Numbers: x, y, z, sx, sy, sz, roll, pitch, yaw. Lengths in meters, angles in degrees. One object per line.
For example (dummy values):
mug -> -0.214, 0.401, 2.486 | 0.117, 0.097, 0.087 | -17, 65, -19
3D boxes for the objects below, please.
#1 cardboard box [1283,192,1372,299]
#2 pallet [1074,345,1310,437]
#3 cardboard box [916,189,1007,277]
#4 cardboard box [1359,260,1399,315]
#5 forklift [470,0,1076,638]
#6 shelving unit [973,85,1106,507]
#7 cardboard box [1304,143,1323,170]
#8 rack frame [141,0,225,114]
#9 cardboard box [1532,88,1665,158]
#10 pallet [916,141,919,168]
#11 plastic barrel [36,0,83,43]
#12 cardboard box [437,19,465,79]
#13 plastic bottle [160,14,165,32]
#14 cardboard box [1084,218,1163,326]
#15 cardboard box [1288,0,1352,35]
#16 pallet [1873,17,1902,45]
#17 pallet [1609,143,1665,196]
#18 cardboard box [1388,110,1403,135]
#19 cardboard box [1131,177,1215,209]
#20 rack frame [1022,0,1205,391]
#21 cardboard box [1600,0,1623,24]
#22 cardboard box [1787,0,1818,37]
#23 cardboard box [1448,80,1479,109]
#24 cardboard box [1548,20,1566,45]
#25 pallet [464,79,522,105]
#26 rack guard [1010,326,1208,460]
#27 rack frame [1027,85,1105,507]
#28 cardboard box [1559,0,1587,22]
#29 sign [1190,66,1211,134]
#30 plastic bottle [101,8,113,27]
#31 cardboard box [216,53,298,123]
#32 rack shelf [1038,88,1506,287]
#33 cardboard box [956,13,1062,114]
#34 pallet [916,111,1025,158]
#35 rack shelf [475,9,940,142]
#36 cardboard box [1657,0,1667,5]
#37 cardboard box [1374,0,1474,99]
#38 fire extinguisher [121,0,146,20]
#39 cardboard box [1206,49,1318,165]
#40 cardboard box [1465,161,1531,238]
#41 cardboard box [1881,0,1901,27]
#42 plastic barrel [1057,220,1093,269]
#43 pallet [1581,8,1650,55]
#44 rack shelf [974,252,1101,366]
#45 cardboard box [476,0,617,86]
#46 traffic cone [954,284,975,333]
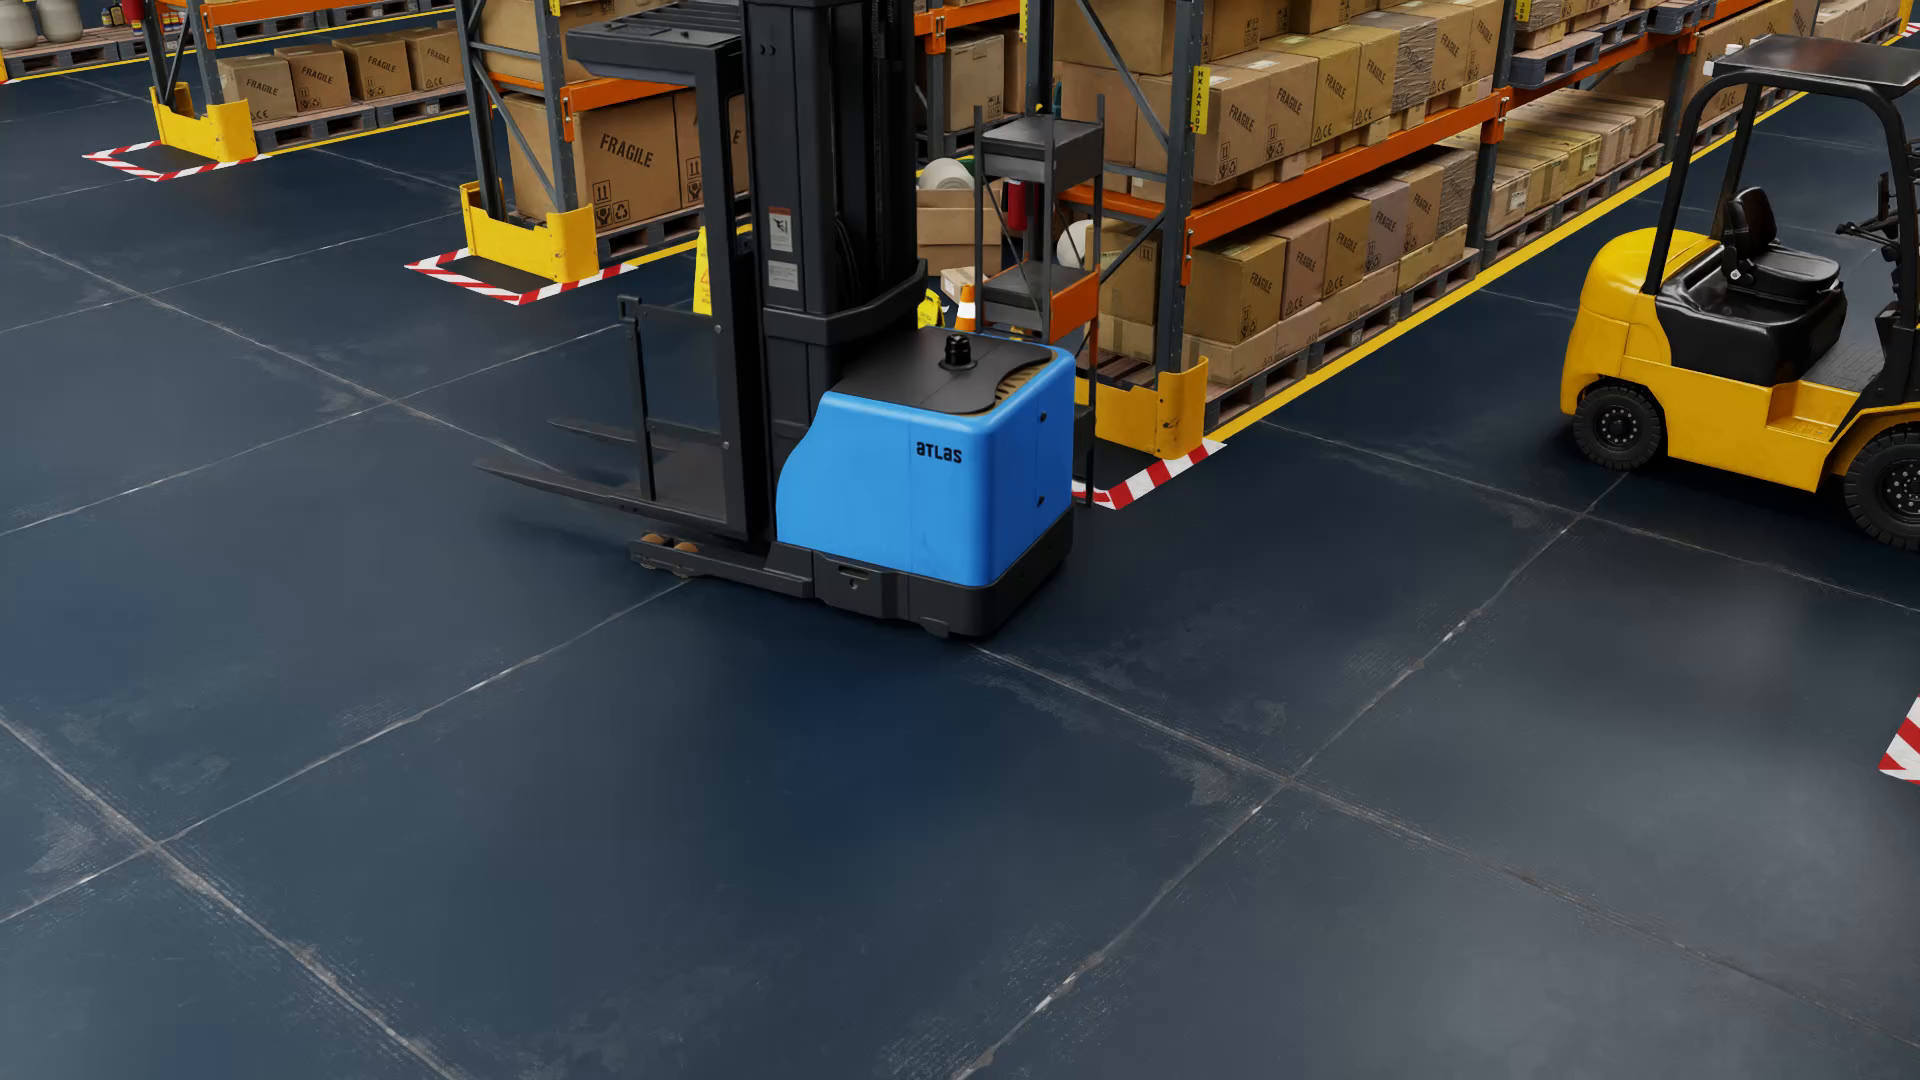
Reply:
cardboard box -> 2.169, -1.837, 10.255 | 0.500, 0.500, 0.500 | 22, 34, 35
pallet -> 1.365, -1.028, 10.008 | 1.003, 0.211, 1.213 | 21, 34, 34
cardboard box -> -0.063, -2.216, 11.986 | 0.797, 0.503, 0.637 | 0, 27, 0
cardboard box -> 2.490, -1.687, 10.782 | 0.500, 0.250, 0.500 | 21, 34, 35
forklift -> -1.010, -1.325, 7.620 | 3.031, 2.935, 1.130 | 13, 30, 23
shelving unit -> 0.374, -1.058, 8.005 | 0.431, 2.100, 0.503 | 15, 31, 28
cardboard box -> 1.865, -2.253, 9.614 | 0.380, 0.149, 0.250 | 22, 34, 36
rack frame -> -6.874, -4.859, 14.377 | 1.000, 3.000, 0.127 | 21, 34, 34
cardboard box -> 5.494, -3.621, 14.387 | 0.950, 0.372, 0.625 | 18, 32, 31
pallet -> -1.111, -3.306, 14.411 | 1.003, 0.211, 1.213 | 21, 34, 34
plastic barrel -> -10.017, -5.821, 18.488 | 0.421, 0.512, 0.421 | 0, 27, 0
cardboard box -> -4.974, -5.018, 16.948 | 0.500, 0.500, 0.500 | -16, 31, -28
plastic bottle -> -9.144, -5.922, 18.910 | 0.061, 0.283, 0.133 | 21, 34, 35
cardboard box -> 1.081, -1.621, 9.838 | 0.500, 0.500, 0.500 | 21, 34, 35
cardboard box -> 1.926, -3.352, 9.945 | 0.700, 0.500, 0.500 | 21, 34, 34
pallet -> 10.502, -6.090, 19.793 | 1.003, 0.211, 1.213 | 21, 34, 34
pallet -> 5.363, -3.284, 14.368 | 1.003, 0.211, 1.213 | 21, 34, 34
cardboard box -> 2.518, -2.623, 10.329 | 0.380, 0.149, 0.250 | 20, 33, 34
cardboard box -> 1.149, -1.911, 8.952 | 0.380, 0.149, 0.250 | 21, 34, 35
rack frame -> 0.773, -1.962, 8.779 | 1.000, 3.000, 0.127 | 21, 34, 34
cardboard box -> 4.763, -4.013, 12.559 | 0.380, 0.149, 0.250 | 22, 35, 36
cardboard box -> 8.073, -5.217, 16.925 | 0.875, 0.875, 0.875 | 22, 35, 36
cardboard box -> 3.195, -2.975, 11.011 | 0.380, 0.149, 0.250 | 22, 34, 35
cardboard box -> 4.078, -3.645, 11.848 | 0.380, 0.149, 0.250 | 22, 34, 35
pallet -> -4.730, -4.790, 17.279 | 1.003, 0.211, 1.213 | 21, 34, 34
rack guard -> 0.821, -0.879, 9.405 | 1.175, 0.500, 0.348 | 21, 34, 34
rack frame -> 0.503, -1.154, 8.189 | 0.400, 2.100, 0.015 | 15, 31, 28
cardboard box -> 4.155, -4.004, 11.835 | 0.500, 0.500, 0.500 | 21, 34, 35
sign -> 1.192, -2.188, 8.273 | 0.100, 0.325, 0.005 | 21, 34, 34
plastic bottle -> -9.866, -6.038, 19.224 | 0.097, 0.201, 0.097 | 0, 27, 0
cardboard box -> -6.464, -4.151, 15.274 | 0.500, 0.500, 0.500 | -21, 34, -35
rack shelf -> 2.045, -2.352, 10.315 | 1.077, 0.370, 4.000 | 21, 34, 34
cardboard box -> 0.375, -4.566, 15.803 | 1.050, 0.750, 0.750 | 21, 34, 34
pallet -> -0.134, -3.848, 15.459 | 1.003, 0.211, 1.213 | 21, 34, 34
rack shelf -> -1.839, -3.763, 13.042 | 1.077, 0.370, 4.000 | 21, 34, 34
cardboard box -> 5.428, -4.383, 13.275 | 0.380, 0.149, 0.250 | 19, 33, 32
cardboard box -> 2.904, -3.142, 10.627 | 0.500, 0.500, 0.500 | 22, 35, 36
fire extinguisher -> -7.302, -4.918, 14.577 | 0.296, 0.674, 0.183 | 21, 34, 34
cardboard box -> 1.615, -2.410, 9.212 | 0.500, 0.500, 0.500 | 22, 35, 36
cardboard box -> 3.649, -2.587, 12.388 | 0.950, 0.372, 0.625 | 21, 34, 35
cardboard box -> 10.607, -6.420, 19.728 | 0.875, 0.438, 0.875 | 19, 33, 33
plastic barrel -> 0.918, -1.993, 11.642 | 0.421, 0.421, 0.512 | -5, 28, -9
pallet -> 4.634, -4.000, 12.926 | 1.003, 0.211, 1.213 | 21, 34, 34
rack shelf -> 0.374, -1.046, 8.011 | 0.431, 0.518, 0.480 | 15, 31, 28
cardboard box -> -2.910, -3.585, 11.751 | 0.875, 0.550, 0.550 | 21, 34, 34
traffic cone -> 0.051, -1.365, 10.385 | 0.336, 0.463, 0.334 | 21, 34, 34
